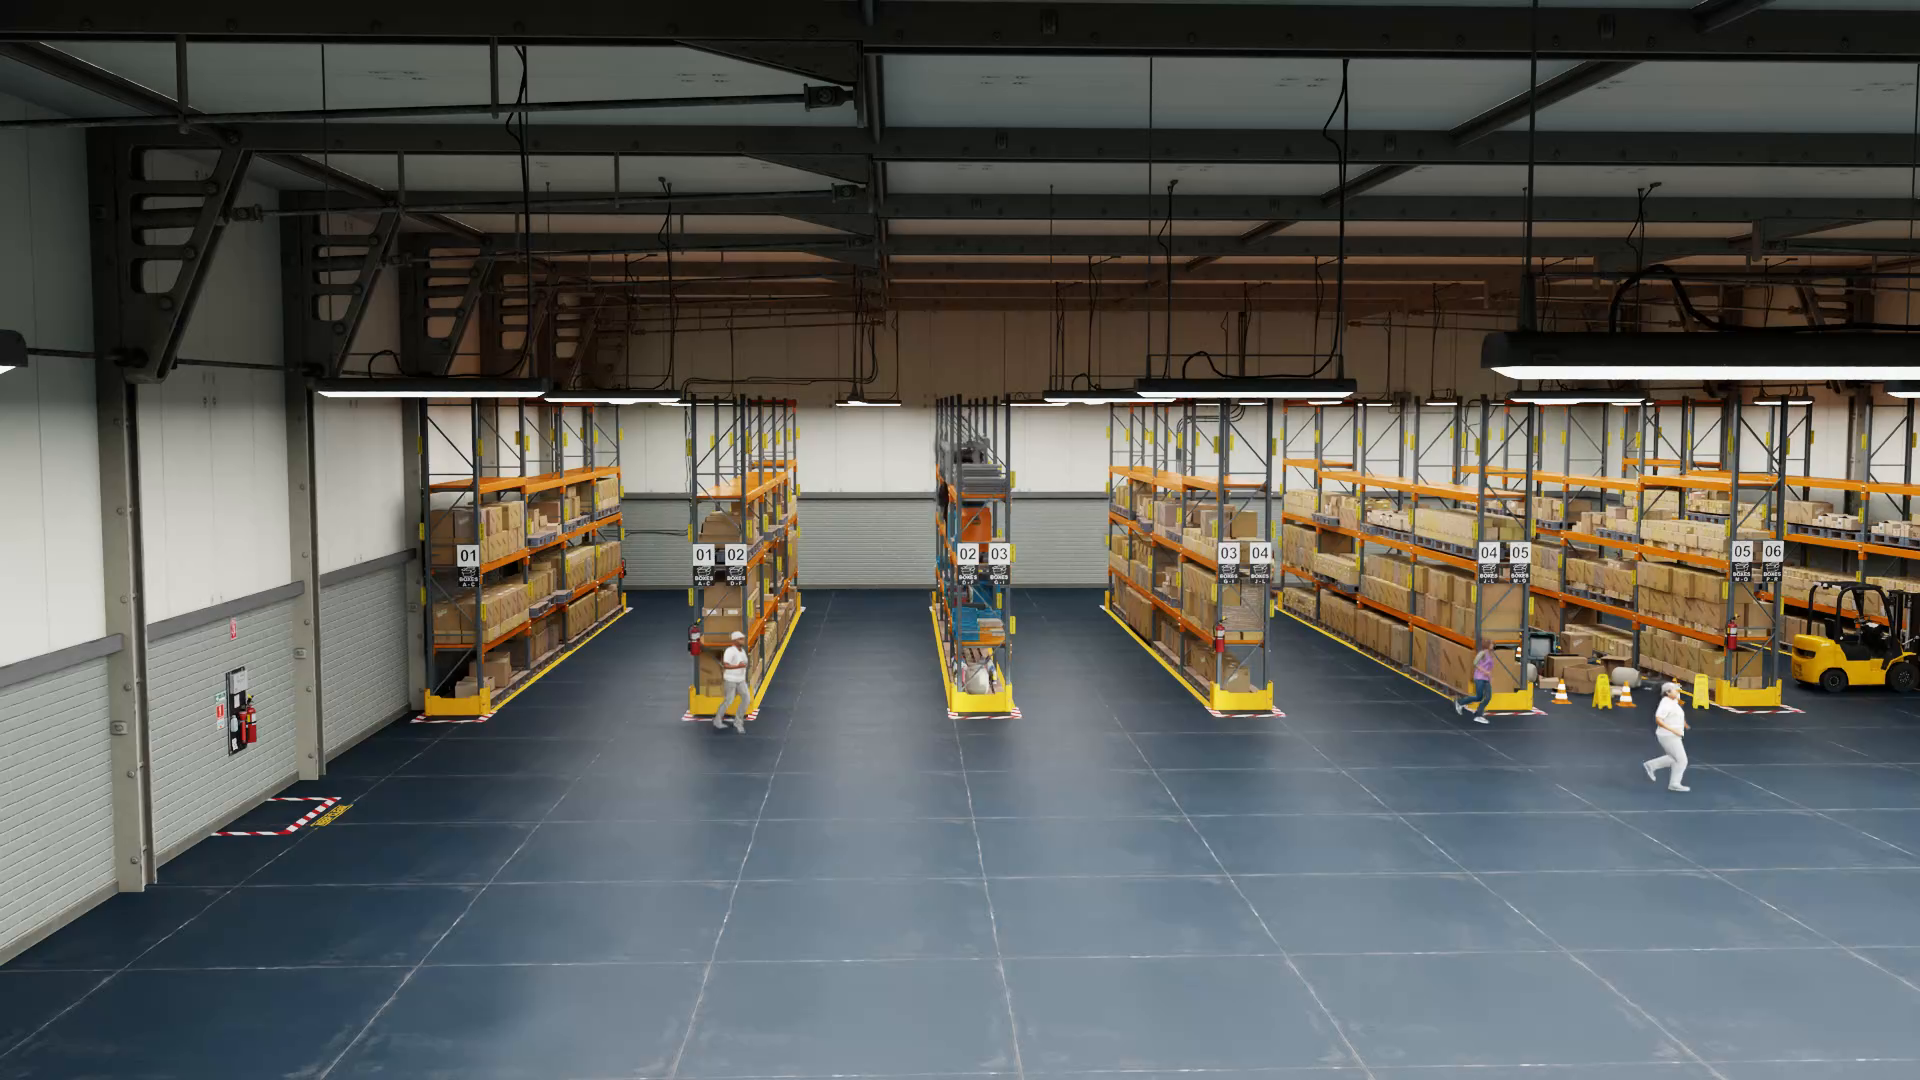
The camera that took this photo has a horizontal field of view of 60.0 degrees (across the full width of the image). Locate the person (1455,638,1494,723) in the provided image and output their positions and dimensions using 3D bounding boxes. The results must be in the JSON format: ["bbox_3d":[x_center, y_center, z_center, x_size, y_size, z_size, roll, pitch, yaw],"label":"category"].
[{"bbox_3d":[9.558,2.561,30.647,0.683,1.523,0.593,4,6,45],"label":"person"}]

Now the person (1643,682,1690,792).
[{"bbox_3d":[10.643,2.943,25.026,0.688,1.620,0.613,3,5,31],"label":"person"}]

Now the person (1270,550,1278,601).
[{"bbox_3d":[9.057,1.117,48.552,0.792,1.624,0.613,-1,5,-11],"label":"person"}]

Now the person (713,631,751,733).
[{"bbox_3d":[-3.995,2.532,29.574,0.732,1.823,0.689,2,5,28],"label":"person"}]
